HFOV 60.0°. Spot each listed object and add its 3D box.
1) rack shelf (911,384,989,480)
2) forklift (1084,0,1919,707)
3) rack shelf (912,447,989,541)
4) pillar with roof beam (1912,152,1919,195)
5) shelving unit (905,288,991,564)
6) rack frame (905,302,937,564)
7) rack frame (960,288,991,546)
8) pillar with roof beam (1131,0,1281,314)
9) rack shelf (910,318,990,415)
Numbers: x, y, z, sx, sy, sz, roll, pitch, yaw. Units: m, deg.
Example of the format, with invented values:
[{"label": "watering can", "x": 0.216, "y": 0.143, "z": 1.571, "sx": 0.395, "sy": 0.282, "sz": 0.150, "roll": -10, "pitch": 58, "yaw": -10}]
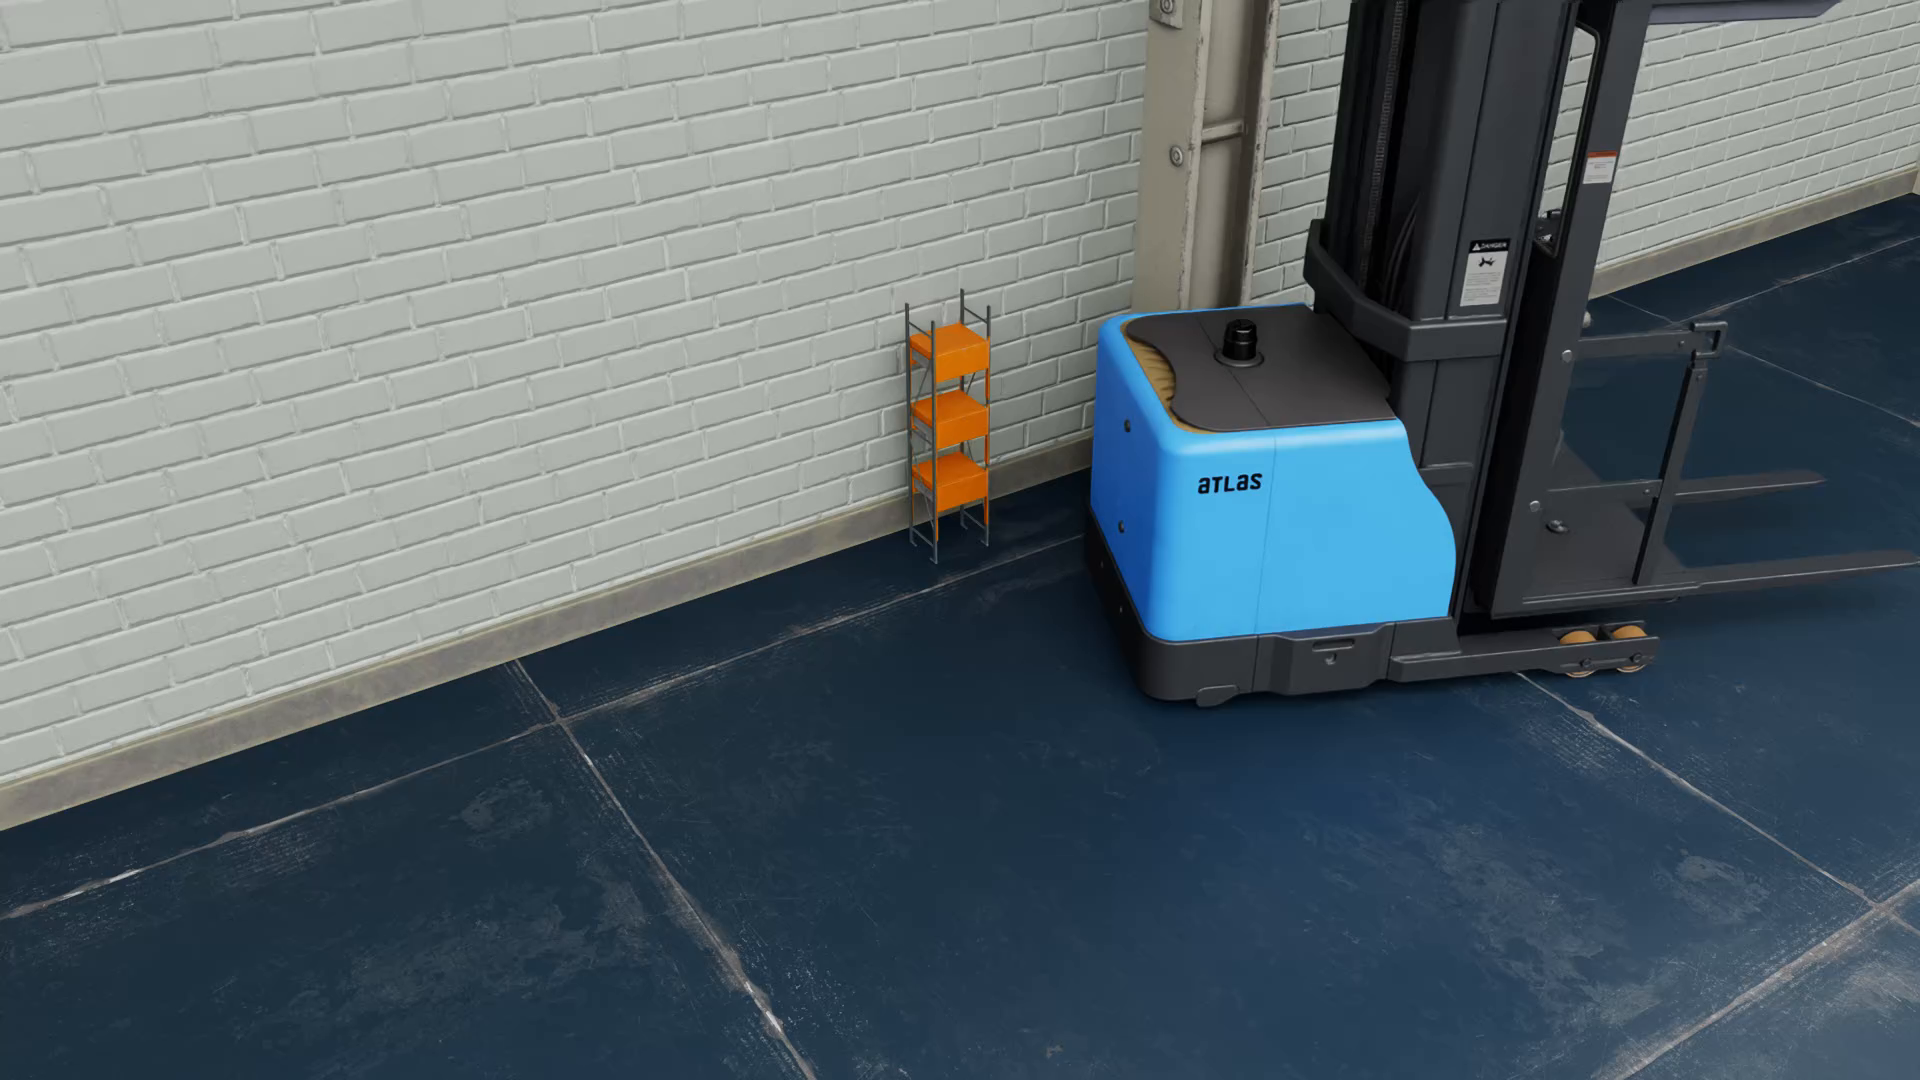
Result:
[{"label": "rack shelf", "x": -0.045, "y": -0.420, "z": 6.451, "sx": 0.240, "sy": 0.259, "sz": 0.215, "roll": -19, "pitch": 37, "yaw": -27}, {"label": "forklift", "x": 2.050, "y": -1.021, "z": 5.621, "sx": 3.031, "sy": 2.935, "sz": 1.130, "roll": -5, "pitch": 33, "yaw": -8}, {"label": "rack shelf", "x": -0.045, "y": -0.185, "z": 6.599, "sx": 0.240, "sy": 0.259, "sz": 0.215, "roll": -19, "pitch": 37, "yaw": -27}, {"label": "pillar with roof beam", "x": 8.342, "y": -3.992, "z": 4.643, "sx": 0.400, "sy": 9.000, "sz": 9.100, "roll": -19, "pitch": 37, "yaw": -27}, {"label": "shelving unit", "x": -0.045, "y": -0.429, "z": 6.445, "sx": 0.252, "sy": 1.050, "sz": 0.215, "roll": -19, "pitch": 37, "yaw": -27}, {"label": "rack frame", "x": -0.147, "y": -0.393, "z": 6.389, "sx": 0.008, "sy": 1.050, "sz": 0.200, "roll": -19, "pitch": 37, "yaw": -27}, {"label": "rack frame", "x": 0.058, "y": -0.464, "z": 6.501, "sx": 0.008, "sy": 1.050, "sz": 0.200, "roll": -19, "pitch": 37, "yaw": -27}, {"label": "pillar with roof beam", "x": 3.299, "y": -2.257, "z": 1.894, "sx": 0.400, "sy": 9.000, "sz": 9.100, "roll": -19, "pitch": 37, "yaw": -27}, {"label": "rack shelf", "x": -0.045, "y": -0.660, "z": 6.300, "sx": 0.240, "sy": 0.259, "sz": 0.215, "roll": -19, "pitch": 37, "yaw": -27}]
